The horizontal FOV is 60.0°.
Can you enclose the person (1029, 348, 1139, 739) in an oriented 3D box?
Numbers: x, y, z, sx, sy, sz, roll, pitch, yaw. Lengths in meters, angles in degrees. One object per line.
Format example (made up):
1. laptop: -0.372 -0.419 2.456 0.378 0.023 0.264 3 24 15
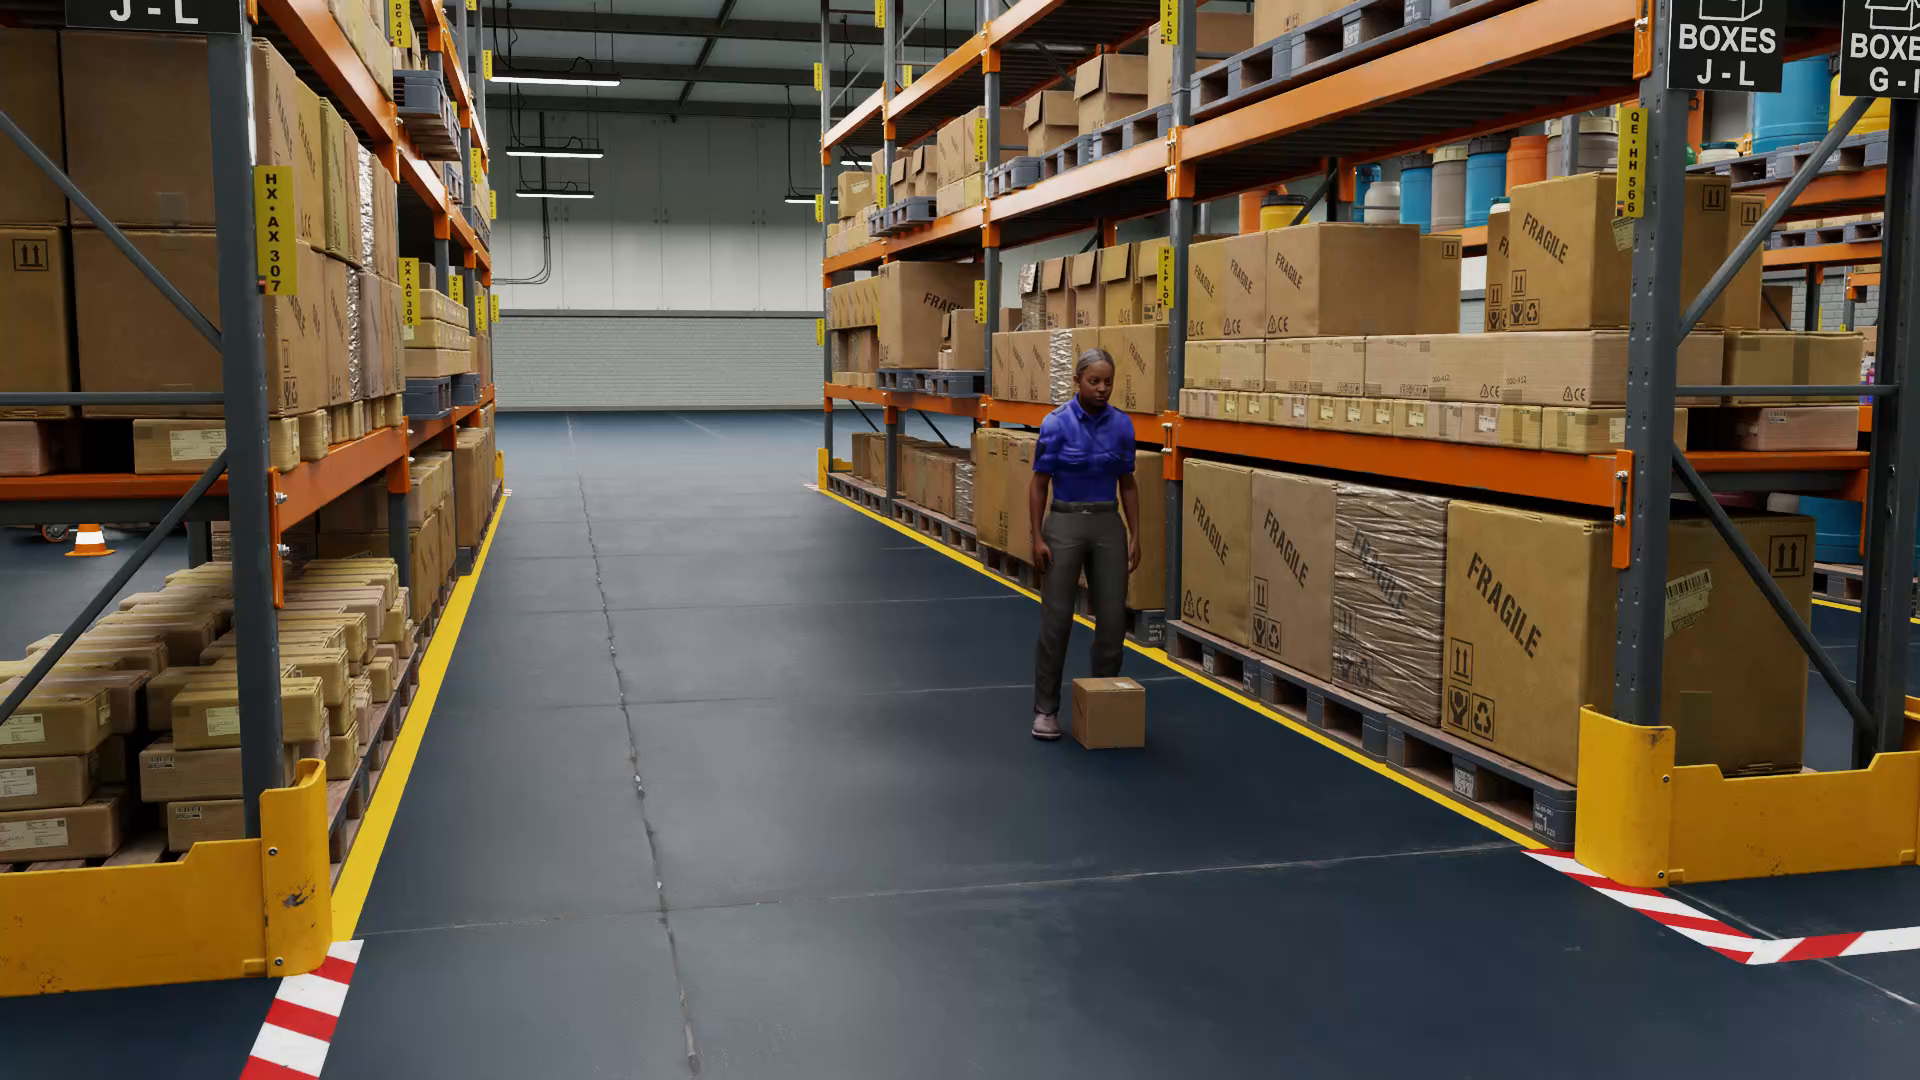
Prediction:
1. person: 0.534 0.006 7.152 0.505 1.654 0.353 -2 6 -14
